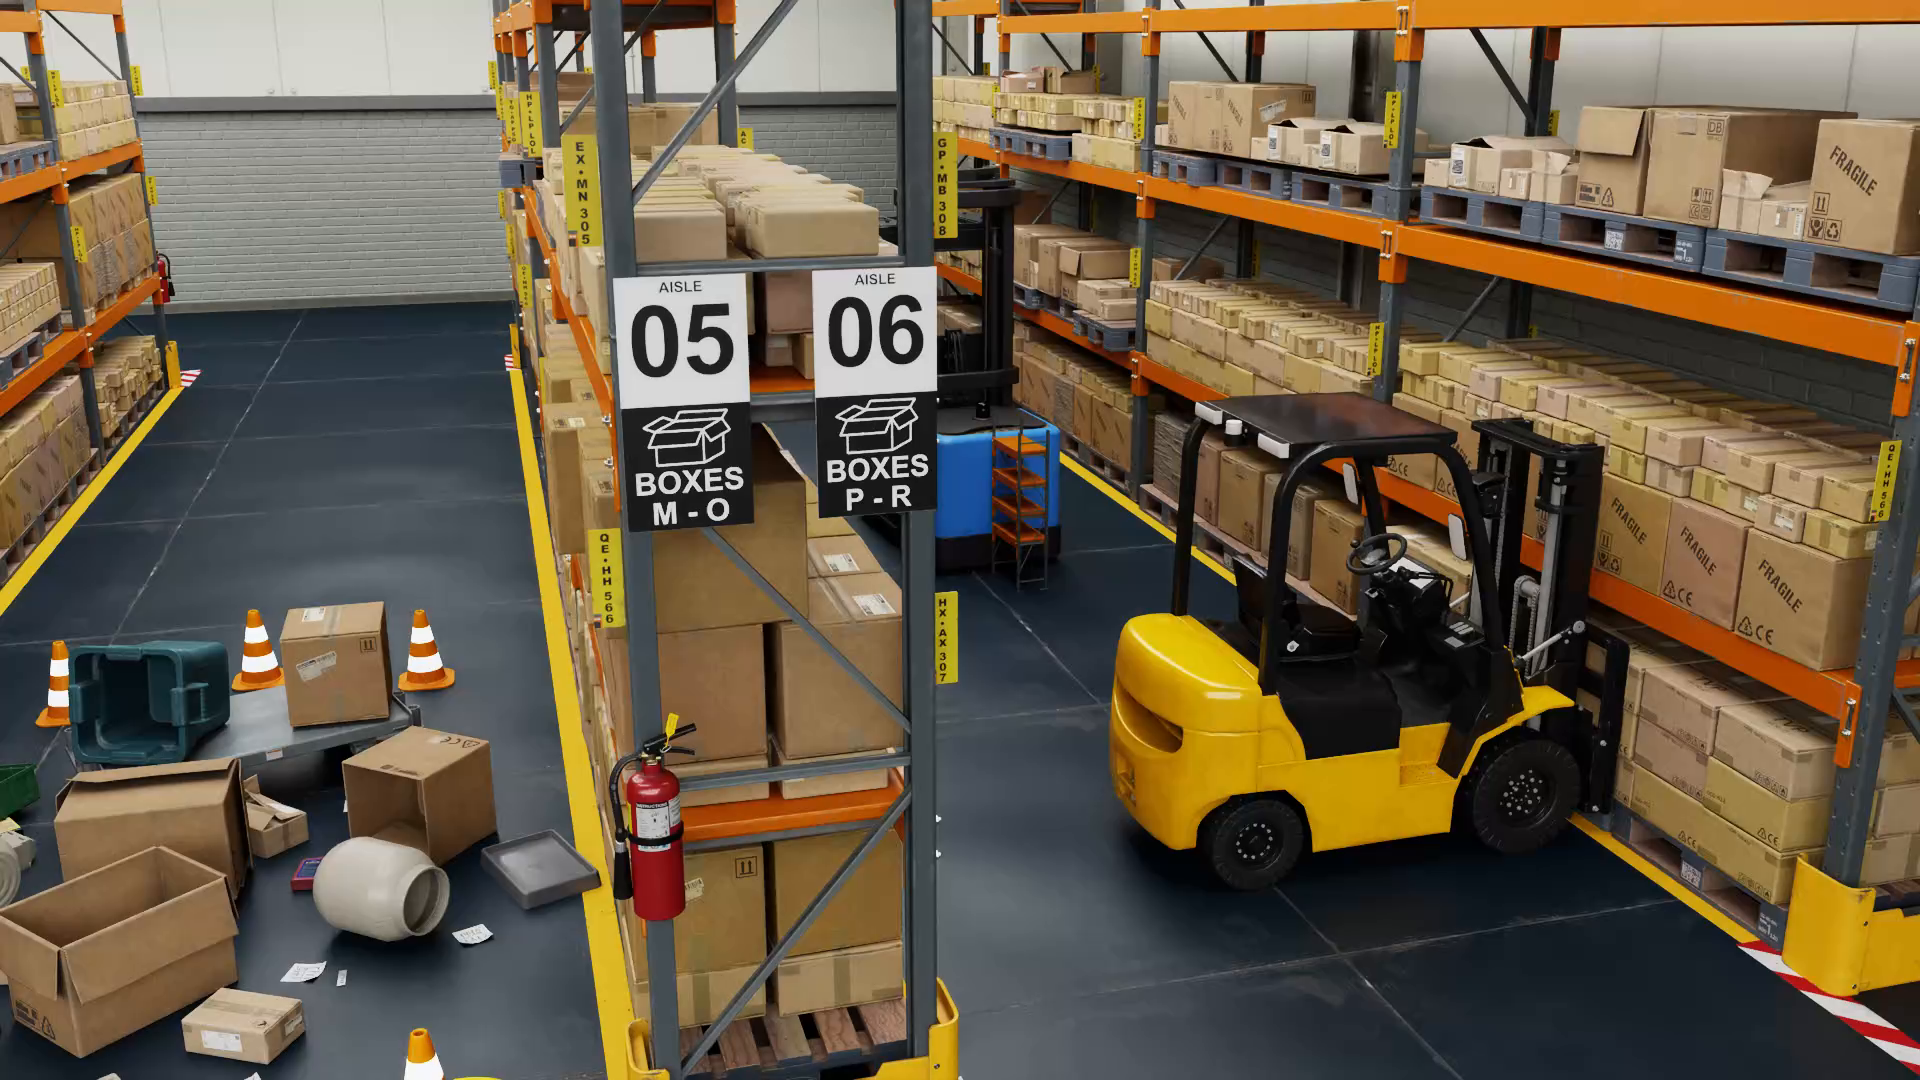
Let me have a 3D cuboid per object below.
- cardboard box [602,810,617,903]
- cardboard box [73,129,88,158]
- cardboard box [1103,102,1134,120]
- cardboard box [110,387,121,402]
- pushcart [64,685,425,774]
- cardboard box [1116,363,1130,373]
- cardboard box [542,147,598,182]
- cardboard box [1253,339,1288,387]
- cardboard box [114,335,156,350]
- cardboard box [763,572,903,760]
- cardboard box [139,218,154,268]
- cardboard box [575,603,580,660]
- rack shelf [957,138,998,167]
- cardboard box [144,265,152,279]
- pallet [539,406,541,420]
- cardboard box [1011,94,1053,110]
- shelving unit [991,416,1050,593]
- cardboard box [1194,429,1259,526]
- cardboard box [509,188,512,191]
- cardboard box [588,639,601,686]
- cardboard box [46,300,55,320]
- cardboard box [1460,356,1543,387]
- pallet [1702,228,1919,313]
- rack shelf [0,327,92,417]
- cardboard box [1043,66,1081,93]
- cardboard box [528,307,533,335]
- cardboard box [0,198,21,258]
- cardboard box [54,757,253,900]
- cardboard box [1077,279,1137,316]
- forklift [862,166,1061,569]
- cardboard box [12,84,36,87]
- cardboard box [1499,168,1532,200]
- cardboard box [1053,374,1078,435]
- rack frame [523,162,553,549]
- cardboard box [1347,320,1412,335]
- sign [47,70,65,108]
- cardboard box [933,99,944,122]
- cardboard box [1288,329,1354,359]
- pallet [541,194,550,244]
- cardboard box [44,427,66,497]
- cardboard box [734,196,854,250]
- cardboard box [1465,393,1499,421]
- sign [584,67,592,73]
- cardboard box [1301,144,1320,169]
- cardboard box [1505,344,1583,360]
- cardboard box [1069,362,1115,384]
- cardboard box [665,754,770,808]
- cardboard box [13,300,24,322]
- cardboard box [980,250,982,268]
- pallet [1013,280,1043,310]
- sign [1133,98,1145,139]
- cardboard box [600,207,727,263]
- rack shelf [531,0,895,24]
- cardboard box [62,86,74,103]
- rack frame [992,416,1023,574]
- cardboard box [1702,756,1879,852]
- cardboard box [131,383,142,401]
[{"bbox_3d":[-1.343,1.416,7.575,0.500,0.250,0.500,-5,18,-17],"label":"cardboard box"},{"bbox_3d":[-8.628,-3.761,15.805,0.500,0.250,0.500,-5,17,-16],"label":"cardboard box"},{"bbox_3d":[1.494,-3.810,14.759,0.380,0.149,0.250,-5,17,-16],"label":"cardboard box"},{"bbox_3d":[-8.782,-1.494,16.919,0.380,0.149,0.250,-4,17,-13],"label":"cardboard box"},{"bbox_3d":[-3.856,1.134,9.021,1.648,0.377,0.936,-12,20,-34],"label":"pushcart"},{"bbox_3d":[1.744,-1.653,16.228,0.380,0.149,0.250,-5,17,-15],"label":"cardboard box"},{"bbox_3d":[-1.905,-1.901,8.404,0.380,0.149,0.250,-5,17,-16],"label":"cardboard box"},{"bbox_3d":[2.430,-1.276,11.878,0.500,0.250,0.500,-4,17,-14],"label":"cardboard box"},{"bbox_3d":[-9.318,-2.210,18.787,0.380,0.149,0.250,-4,17,-15],"label":"cardboard box"},{"bbox_3d":[-0.442,0.447,6.058,0.500,0.500,0.500,-5,17,-16],"label":"cardboard box"},{"bbox_3d":[-9.336,-3.302,18.541,0.500,0.500,0.500,-4,17,-14],"label":"cardboard box"},{"bbox_3d":[-1.824,0.597,10.090,0.950,0.372,0.625,-4,17,-15],"label":"cardboard box"},{"bbox_3d":[0.346,-4.567,19.480,1.077,0.370,4.000,-5,17,-15],"label":"rack shelf"},{"bbox_3d":[-9.346,-3.028,18.754,0.380,0.149,0.250,-5,17,-15],"label":"cardboard box"},{"bbox_3d":[-4.010,-1.410,17.778,1.003,0.211,1.213,-5,17,-15],"label":"pallet"},{"bbox_3d":[0.726,-4.371,16.591,0.380,0.149,0.250,-5,17,-16],"label":"cardboard box"},{"bbox_3d":[0.440,-0.265,12.250,0.258,1.200,0.503,-6,18,-20],"label":"shelving unit"},{"bbox_3d":[2.340,-0.526,13.387,0.875,0.625,0.625,-4,17,-13],"label":"cardboard box"},{"bbox_3d":[-4.758,-3.920,18.249,0.380,0.149,0.250,-5,17,-17],"label":"cardboard box"},{"bbox_3d":[-1.579,0.570,7.958,0.380,0.149,0.250,-4,17,-12],"label":"cardboard box"},{"bbox_3d":[-8.236,-2.024,14.684,0.380,0.149,0.250,-5,17,-15],"label":"cardboard box"},{"bbox_3d":[3.134,-0.964,9.628,0.380,0.149,0.250,-5,17,-16],"label":"cardboard box"},{"bbox_3d":[4.024,-1.195,7.155,1.003,0.211,1.213,-5,17,-15],"label":"pallet"},{"bbox_3d":[-8.058,-1.212,13.522,1.077,0.370,4.000,-5,17,-15],"label":"rack shelf"},{"bbox_3d":[1.045,-4.749,17.130,0.396,0.266,0.258,-5,17,-16],"label":"cardboard box"},{"bbox_3d":[-3.299,-1.845,13.773,0.500,0.250,0.500,-5,17,-17],"label":"cardboard box"},{"bbox_3d":[-8.997,-2.887,15.421,0.500,0.500,0.500,-5,18,-17],"label":"cardboard box"},{"bbox_3d":[-3.760,1.377,7.756,0.797,0.637,0.503,-5,17,-15],"label":"cardboard box"},{"bbox_3d":[1.393,-2.211,15.130,0.500,0.250,0.500,-6,18,-18],"label":"cardboard box"},{"bbox_3d":[-0.221,-1.571,13.588,1.130,2.935,3.031,-6,18,-20],"label":"forklift"},{"bbox_3d":[-9.439,-4.471,16.609,0.380,0.149,0.250,-4,17,-13],"label":"cardboard box"},{"bbox_3d":[3.136,-1.914,8.929,0.380,0.149,0.250,-4,17,-14],"label":"cardboard box"},{"bbox_3d":[1.237,-1.346,16.333,0.500,0.500,0.500,-5,18,-17],"label":"cardboard box"},{"bbox_3d":[-2.777,-1.422,12.973,1.000,3.000,0.127,-5,17,-15],"label":"rack frame"},{"bbox_3d":[2.978,-1.469,11.829,0.380,0.149,0.250,-5,17,-15],"label":"cardboard box"},{"bbox_3d":[-8.075,-4.027,14.847,0.100,0.325,0.005,-5,17,-15],"label":"sign"},{"bbox_3d":[-0.057,-5.110,19.779,0.500,0.250,0.500,-5,17,-17],"label":"cardboard box"},{"bbox_3d":[2.482,-1.349,11.427,0.380,0.149,0.250,-5,18,-17],"label":"cardboard box"},{"bbox_3d":[-1.745,-1.842,9.482,1.213,0.211,1.003,-5,17,-15],"label":"pallet"},{"bbox_3d":[-7.885,-0.644,13.999,0.500,0.500,0.500,-5,17,-16],"label":"cardboard box"},{"bbox_3d":[-0.564,-1.091,5.705,0.380,0.149,0.250,-5,17,-15],"label":"cardboard box"},{"bbox_3d":[3.096,-0.743,9.412,0.380,0.149,0.250,-4,17,-14],"label":"cardboard box"},{"bbox_3d":[-4.450,-5.497,19.922,0.100,0.325,0.005,-5,17,-15],"label":"sign"},{"bbox_3d":[2.500,-2.555,11.062,0.380,0.149,0.250,-5,17,-15],"label":"cardboard box"},{"bbox_3d":[3.501,-1.073,9.993,0.380,0.149,0.250,-5,17,-17],"label":"cardboard box"},{"bbox_3d":[1.278,-1.616,16.105,0.380,0.149,0.250,-6,18,-18],"label":"cardboard box"},{"bbox_3d":[-0.887,0.824,5.931,0.380,0.149,0.250,-4,17,-13],"label":"cardboard box"},{"bbox_3d":[-7.943,-1.874,13.666,0.380,0.149,0.250,-5,17,-15],"label":"cardboard box"},{"bbox_3d":[0.521,-3.114,18.350,0.500,0.250,0.500,-4,17,-14],"label":"cardboard box"},{"bbox_3d":[1.010,-2.601,17.229,1.003,0.211,1.213,-5,17,-15],"label":"pallet"},{"bbox_3d":[1.472,-3.458,13.636,0.100,0.325,0.005,-5,17,-15],"label":"sign"},{"bbox_3d":[-0.955,-0.978,5.330,0.380,0.149,0.250,-5,17,-15],"label":"cardboard box"},{"bbox_3d":[-1.128,-2.290,6.689,1.077,0.370,4.000,-5,17,-15],"label":"rack shelf"},{"bbox_3d":[-8.649,-4.223,15.780,0.380,0.149,0.250,-5,17,-17],"label":"cardboard box"},{"bbox_3d":[0.354,-0.331,12.469,0.240,1.200,0.015,-6,18,-20],"label":"rack frame"},{"bbox_3d":[3.759,1.163,7.545,0.500,0.250,0.500,-5,17,-16],"label":"cardboard box"},{"bbox_3d":[-8.938,-1.569,17.688,0.380,0.149,0.250,-4,17,-14],"label":"cardboard box"}]
